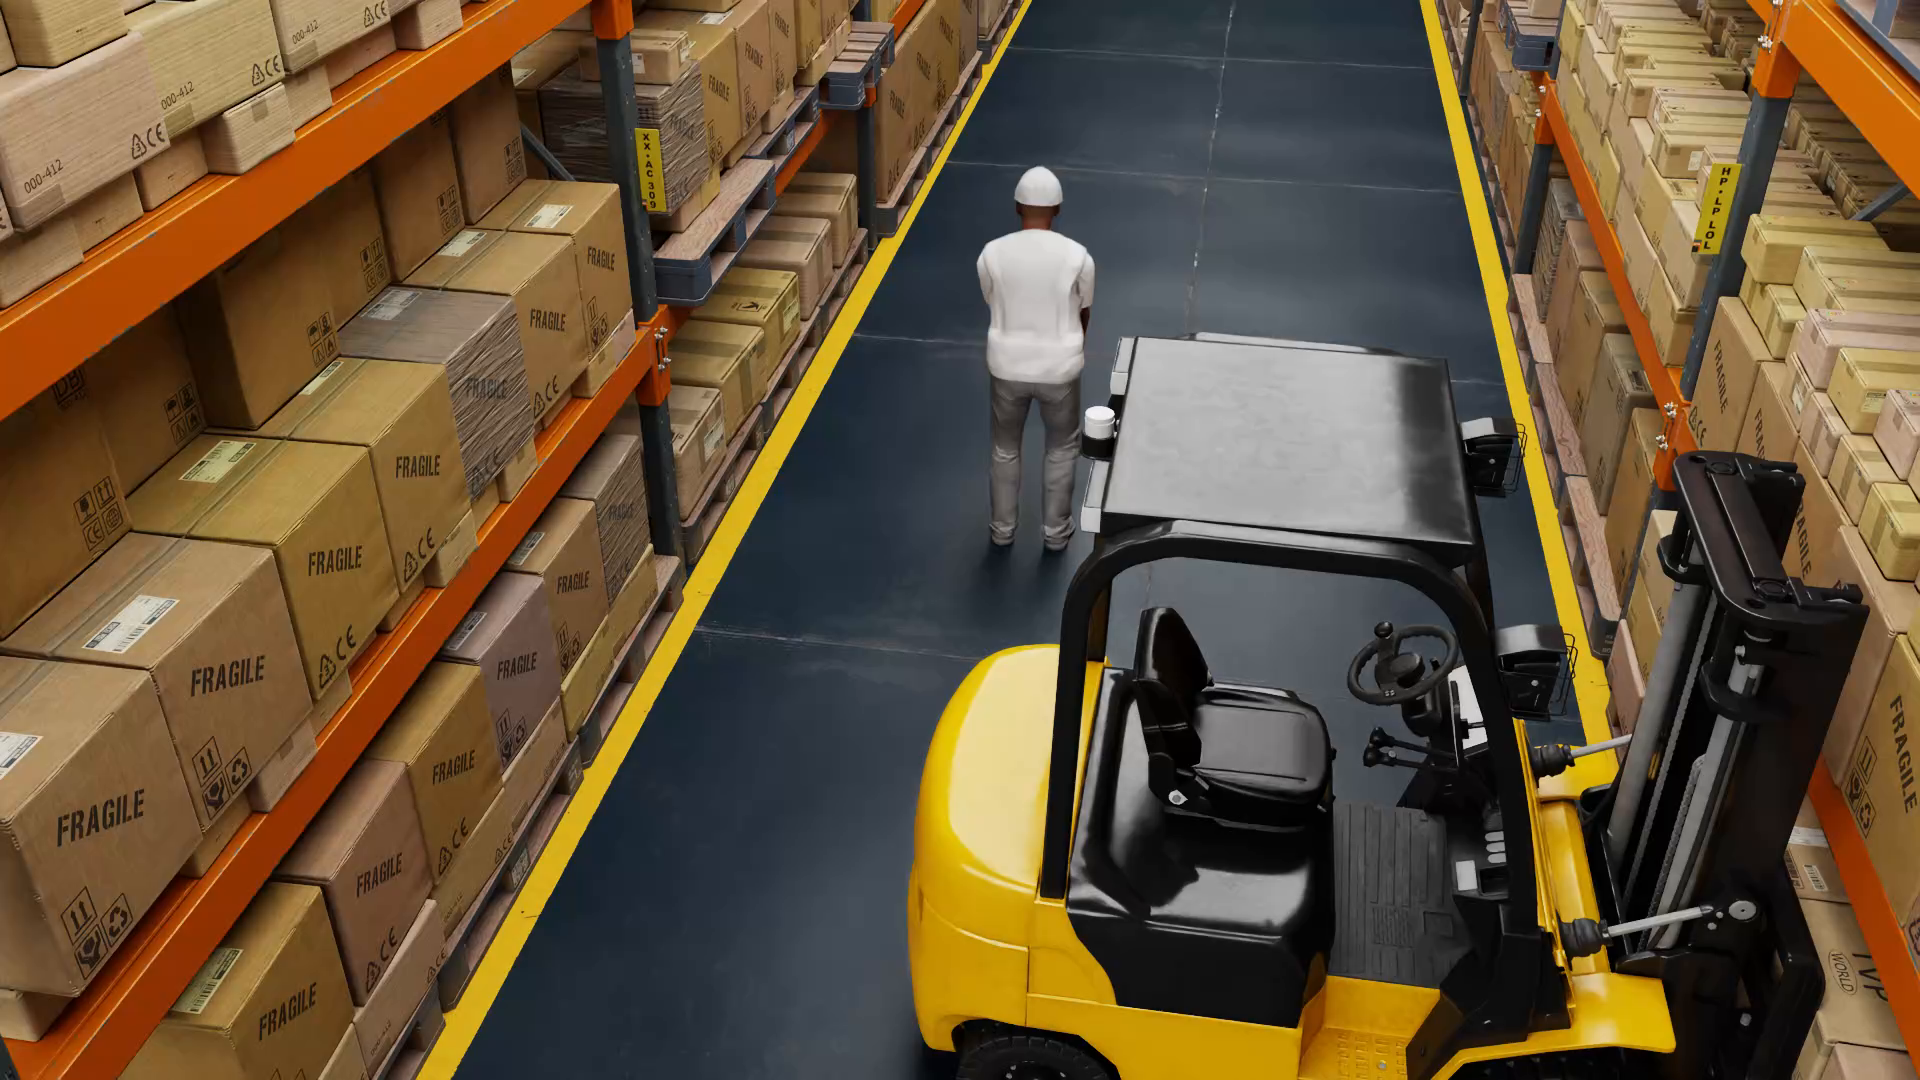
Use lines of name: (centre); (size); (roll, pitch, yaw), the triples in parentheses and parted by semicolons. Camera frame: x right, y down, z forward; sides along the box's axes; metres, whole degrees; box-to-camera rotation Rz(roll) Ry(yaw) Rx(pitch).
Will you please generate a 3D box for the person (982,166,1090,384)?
person: (0.338, -1.141, 7.211); (0.471, 0.959, 0.590); (5, 33, 7)
